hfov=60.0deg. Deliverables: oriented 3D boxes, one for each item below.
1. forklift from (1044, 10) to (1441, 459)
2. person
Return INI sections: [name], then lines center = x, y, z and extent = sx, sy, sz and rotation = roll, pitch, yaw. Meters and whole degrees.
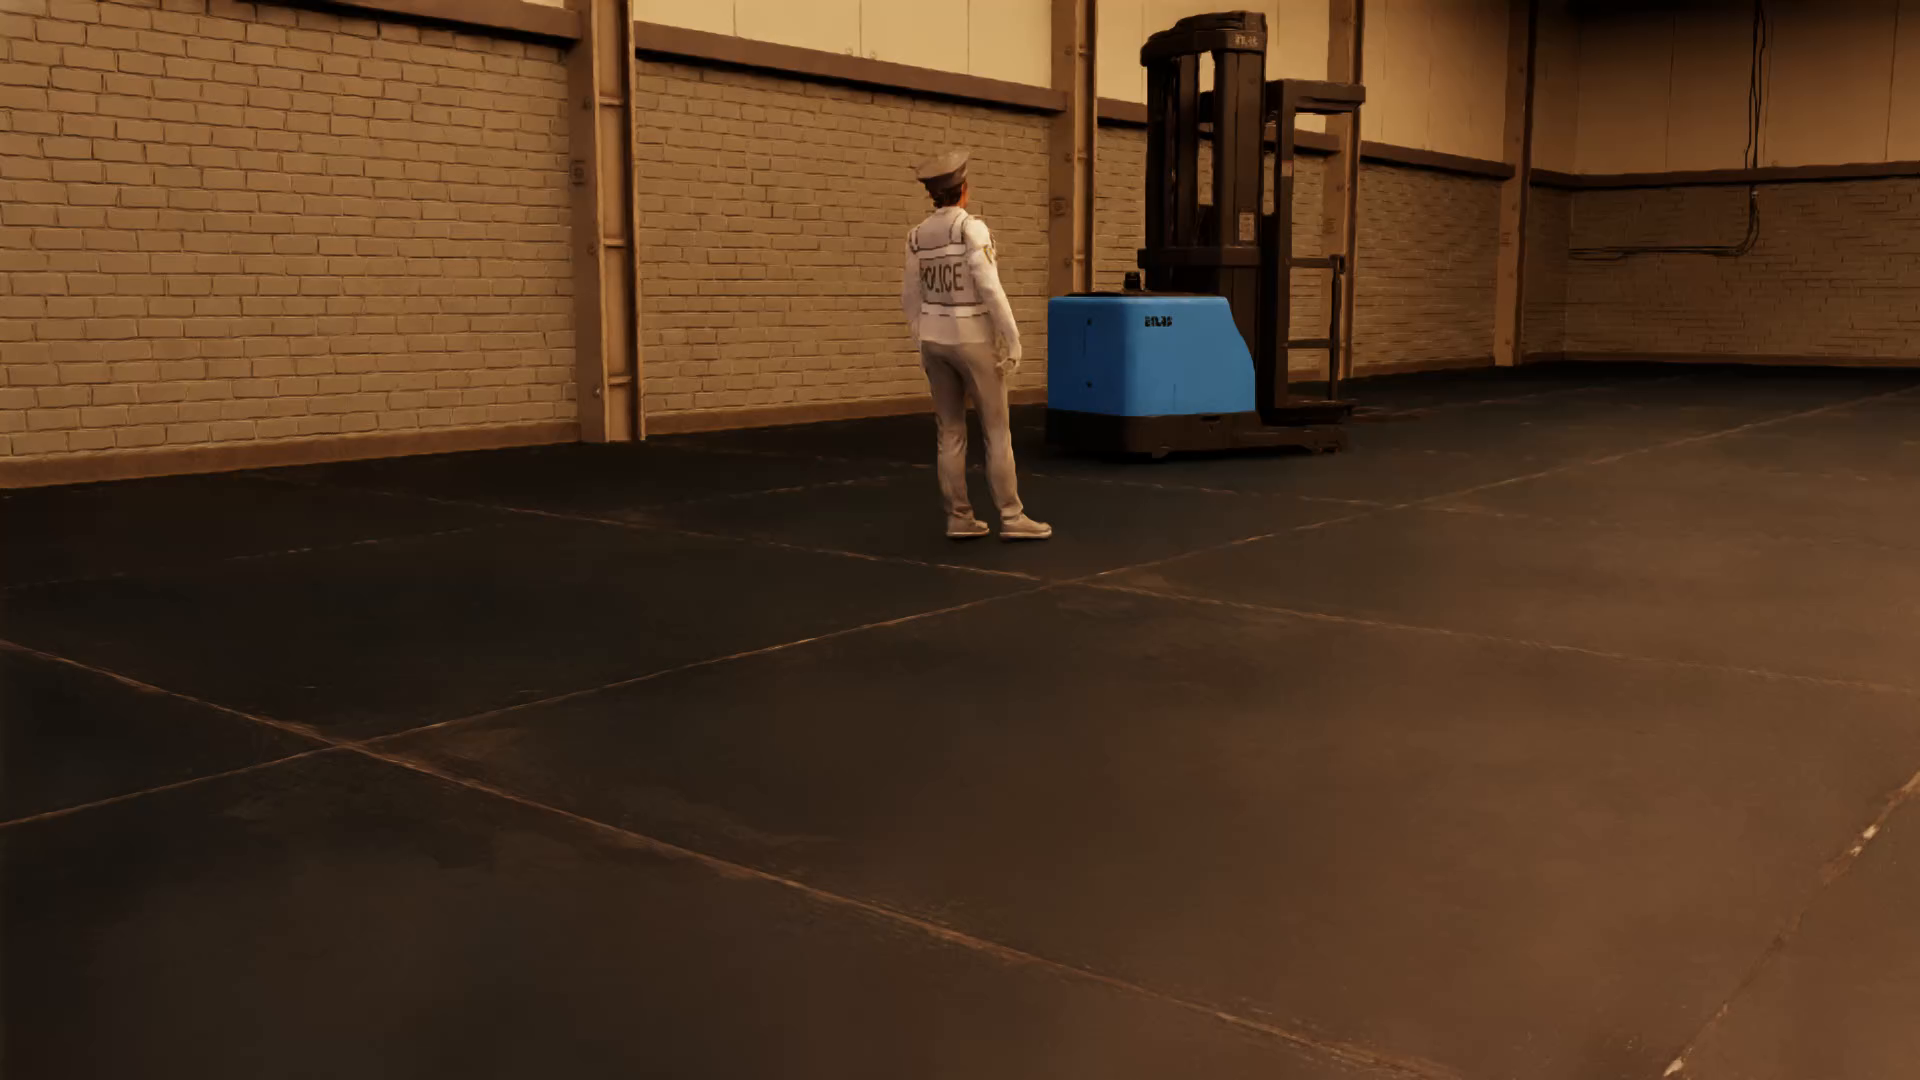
[forklift]
center = 2.114, -2.110, 11.698
extent = 3.031, 2.935, 1.130
rotation = -5, 10, -31
[person]
center = 0.048, -0.853, 7.329
extent = 0.586, 1.695, 0.533
rotation = 7, 11, 38
